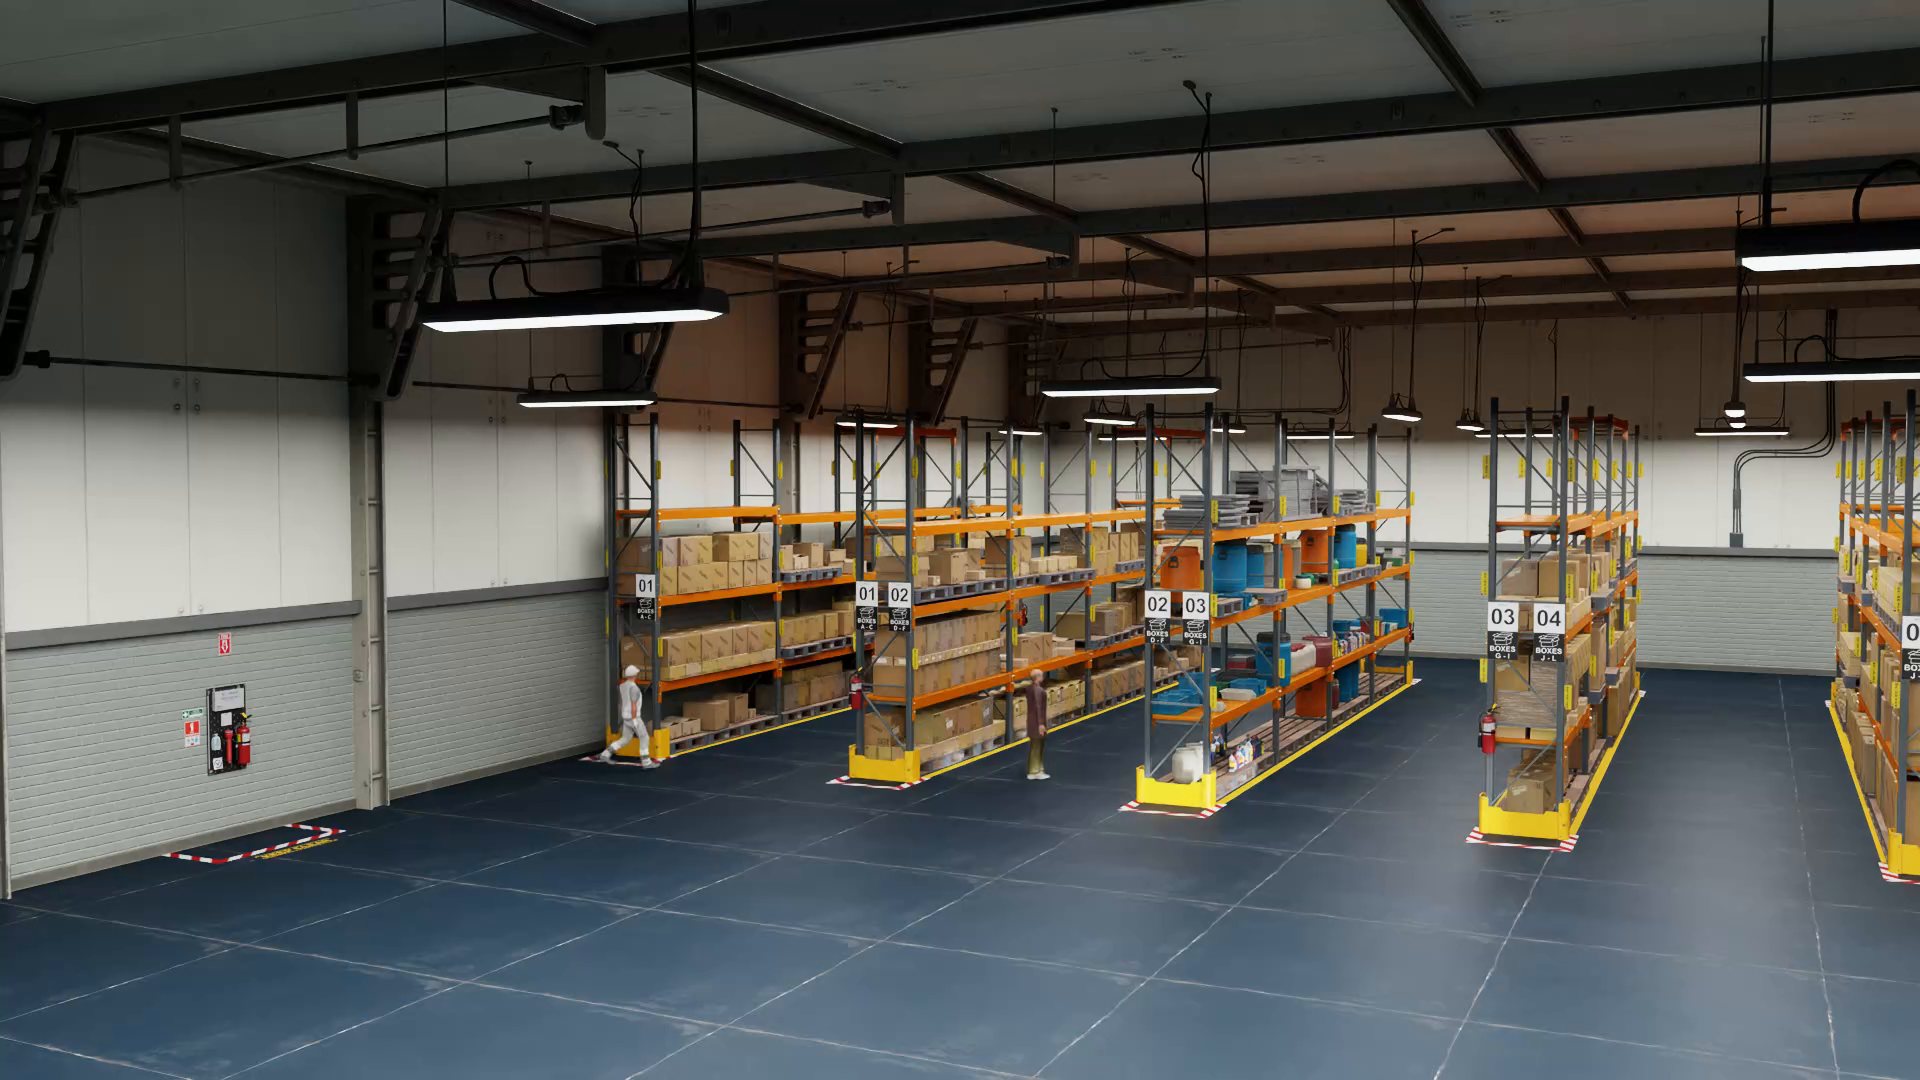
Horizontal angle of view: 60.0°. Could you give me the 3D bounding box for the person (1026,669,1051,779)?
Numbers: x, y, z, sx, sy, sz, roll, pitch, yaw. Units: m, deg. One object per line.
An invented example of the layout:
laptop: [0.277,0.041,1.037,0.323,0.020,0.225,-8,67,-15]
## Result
person: [1.305,3.001,26.933,0.455,1.826,0.653,0,2,-9]

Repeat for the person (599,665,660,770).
person: [-5.499,2.960,27.683,0.997,1.755,0.571,-1,3,-18]
